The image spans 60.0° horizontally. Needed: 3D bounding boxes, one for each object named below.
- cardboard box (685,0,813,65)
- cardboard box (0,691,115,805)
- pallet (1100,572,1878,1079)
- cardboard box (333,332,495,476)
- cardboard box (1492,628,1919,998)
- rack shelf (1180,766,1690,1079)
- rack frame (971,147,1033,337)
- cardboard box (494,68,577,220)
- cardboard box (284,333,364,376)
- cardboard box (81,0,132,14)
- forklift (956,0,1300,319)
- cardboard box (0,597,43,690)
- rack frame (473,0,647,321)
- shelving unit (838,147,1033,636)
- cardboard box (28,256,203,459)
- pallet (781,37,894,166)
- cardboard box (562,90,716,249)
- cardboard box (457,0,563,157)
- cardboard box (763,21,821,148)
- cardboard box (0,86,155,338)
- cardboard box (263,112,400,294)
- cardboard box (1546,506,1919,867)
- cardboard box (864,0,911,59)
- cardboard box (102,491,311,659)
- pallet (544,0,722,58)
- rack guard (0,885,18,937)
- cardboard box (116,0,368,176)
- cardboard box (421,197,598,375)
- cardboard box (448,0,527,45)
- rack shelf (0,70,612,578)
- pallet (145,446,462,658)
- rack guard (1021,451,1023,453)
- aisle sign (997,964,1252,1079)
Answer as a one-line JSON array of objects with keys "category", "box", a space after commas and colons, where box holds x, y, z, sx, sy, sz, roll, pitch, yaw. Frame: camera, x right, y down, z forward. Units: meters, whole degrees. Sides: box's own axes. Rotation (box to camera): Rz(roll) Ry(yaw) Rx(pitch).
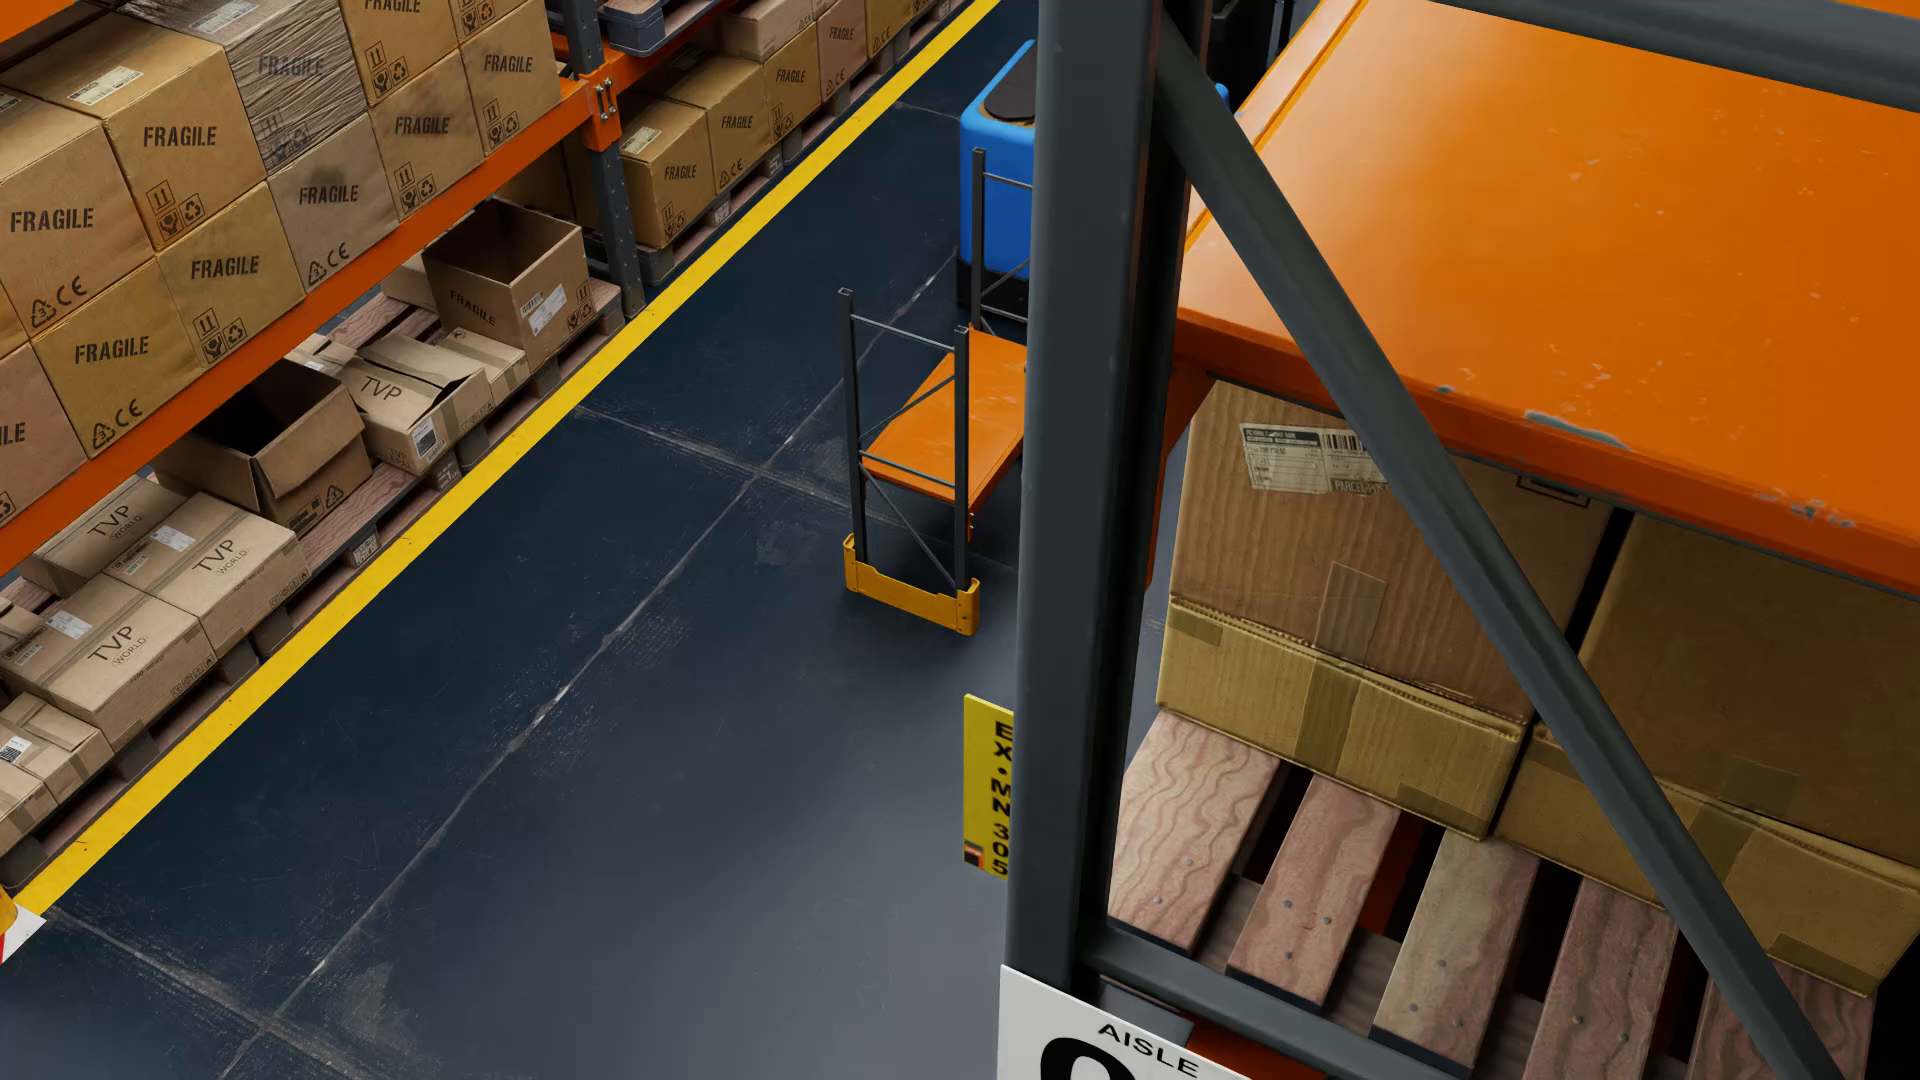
[{"category": "cardboard box", "box": [-1.104, -2.719, 8.529, 0.500, 0.250, 0.500, 21, 49, 19]}, {"category": "cardboard box", "box": [-3.251, 0.728, 5.884, 0.380, 0.166, 0.250, 20, 49, 19]}, {"category": "pallet", "box": [0.859, 0.334, 2.544, 1.003, 0.211, 1.213, 20, 49, 19]}, {"category": "cardboard box", "box": [-2.370, -0.610, 7.105, 0.500, 0.311, 0.500, 20, 49, 19]}, {"category": "cardboard box", "box": [1.080, 0.265, 2.290, 0.500, 0.250, 0.500, 23, 50, 21]}, {"category": "rack shelf", "box": [1.452, -0.234, 3.549, 1.077, 0.370, 4.000, 20, 49, 19]}, {"category": "rack frame", "box": [0.276, -0.901, 6.866, 0.500, 1.500, 0.032, 20, 49, 19]}, {"category": "cardboard box", "box": [-2.033, -2.007, 8.352, 0.500, 0.500, 0.500, 20, 49, 19]}, {"category": "cardboard box", "box": [-2.788, -0.743, 7.338, 0.380, 0.166, 0.250, 20, 49, 19]}, {"category": "cardboard box", "box": [-2.955, -1.859, 5.985, 0.500, 0.500, 0.500, 19, 48, 18]}, {"category": "forklift", "box": [1.072, -2.960, 7.894, 1.130, 2.935, 3.031, 19, 48, 18]}, {"category": "cardboard box", "box": [-3.563, 0.387, 6.221, 0.380, 0.166, 0.250, 20, 49, 19]}, {"category": "rack frame", "box": [-2.009, -2.325, 7.219, 1.000, 3.000, 0.127, 20, 49, 19]}, {"category": "shelving unit", "box": [0.035, -0.575, 6.544, 0.587, 1.500, 1.083, 20, 49, 19]}, {"category": "cardboard box", "box": [-2.956, -0.675, 5.518, 0.500, 0.500, 0.500, 20, 49, 19]}, {"category": "pallet", "box": [-1.099, -2.641, 9.492, 1.003, 0.211, 1.213, 20, 49, 19]}, {"category": "cardboard box", "box": [-1.568, -1.825, 8.173, 0.500, 0.500, 0.500, 18, 48, 17]}, {"category": "cardboard box", "box": [-2.013, -1.961, 6.788, 0.500, 0.500, 0.500, 21, 49, 20]}, {"category": "cardboard box", "box": [-1.092, -2.477, 8.818, 0.500, 0.500, 0.500, 21, 49, 20]}, {"category": "cardboard box", "box": [-2.953, -1.030, 5.165, 0.500, 0.500, 0.500, 21, 49, 20]}, {"category": "cardboard box", "box": [-2.488, -1.311, 6.146, 0.500, 0.500, 0.500, 22, 49, 20]}, {"category": "cardboard box", "box": [1.077, 0.000, 2.025, 0.500, 0.500, 0.500, 19, 48, 18]}, {"category": "cardboard box", "box": [-0.618, -3.128, 9.461, 0.500, 0.500, 0.500, 19, 48, 18]}, {"category": "cardboard box", "box": [-2.898, 0.128, 6.419, 0.500, 0.250, 0.500, 20, 49, 19]}, {"category": "pallet", "box": [-1.541, -2.725, 7.749, 1.003, 0.211, 1.213, 20, 49, 19]}, {"category": "rack guard", "box": [-3.830, 1.026, 5.665, 1.175, 0.500, 0.348, 20, 49, 19]}, {"category": "cardboard box", "box": [-2.484, -1.667, 5.795, 0.500, 0.500, 0.500, 21, 49, 19]}, {"category": "cardboard box", "box": [-2.022, -1.149, 7.504, 0.500, 0.500, 0.500, 20, 49, 19]}, {"category": "cardboard box", "box": [-2.014, -2.308, 6.428, 0.500, 0.500, 0.500, 21, 49, 19]}, {"category": "rack shelf", "box": [-2.937, -0.812, 6.230, 1.077, 0.370, 4.000, 20, 49, 19]}, {"category": "pallet", "box": [-2.893, -0.141, 7.021, 1.003, 0.211, 1.213, 20, 49, 19]}, {"category": "rack guard", "box": [0.267, -0.450, 7.299, 0.587, 0.250, 0.087, 20, 49, 19]}, {"category": "aisle sign", "box": [0.225, 0.860, 2.243, 0.394, 0.787, 0.004, 20, 49, 19]}]
